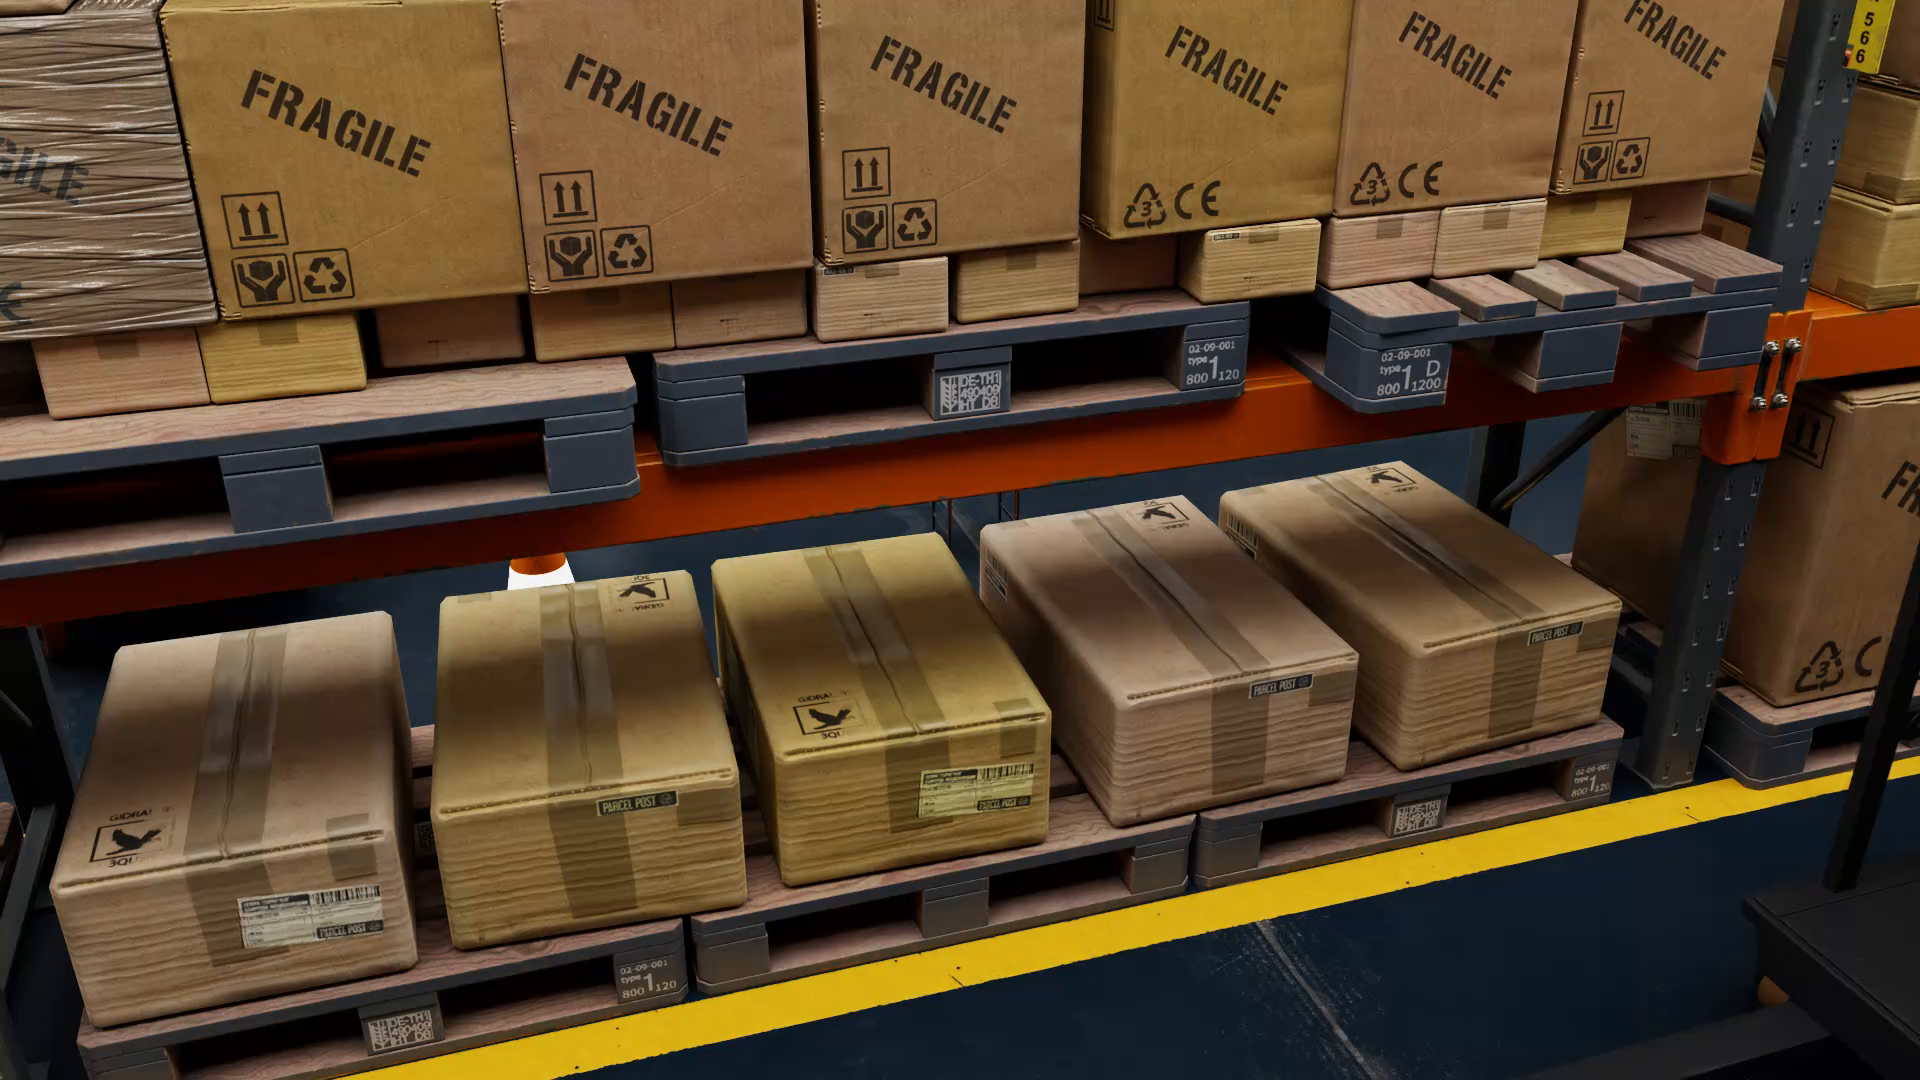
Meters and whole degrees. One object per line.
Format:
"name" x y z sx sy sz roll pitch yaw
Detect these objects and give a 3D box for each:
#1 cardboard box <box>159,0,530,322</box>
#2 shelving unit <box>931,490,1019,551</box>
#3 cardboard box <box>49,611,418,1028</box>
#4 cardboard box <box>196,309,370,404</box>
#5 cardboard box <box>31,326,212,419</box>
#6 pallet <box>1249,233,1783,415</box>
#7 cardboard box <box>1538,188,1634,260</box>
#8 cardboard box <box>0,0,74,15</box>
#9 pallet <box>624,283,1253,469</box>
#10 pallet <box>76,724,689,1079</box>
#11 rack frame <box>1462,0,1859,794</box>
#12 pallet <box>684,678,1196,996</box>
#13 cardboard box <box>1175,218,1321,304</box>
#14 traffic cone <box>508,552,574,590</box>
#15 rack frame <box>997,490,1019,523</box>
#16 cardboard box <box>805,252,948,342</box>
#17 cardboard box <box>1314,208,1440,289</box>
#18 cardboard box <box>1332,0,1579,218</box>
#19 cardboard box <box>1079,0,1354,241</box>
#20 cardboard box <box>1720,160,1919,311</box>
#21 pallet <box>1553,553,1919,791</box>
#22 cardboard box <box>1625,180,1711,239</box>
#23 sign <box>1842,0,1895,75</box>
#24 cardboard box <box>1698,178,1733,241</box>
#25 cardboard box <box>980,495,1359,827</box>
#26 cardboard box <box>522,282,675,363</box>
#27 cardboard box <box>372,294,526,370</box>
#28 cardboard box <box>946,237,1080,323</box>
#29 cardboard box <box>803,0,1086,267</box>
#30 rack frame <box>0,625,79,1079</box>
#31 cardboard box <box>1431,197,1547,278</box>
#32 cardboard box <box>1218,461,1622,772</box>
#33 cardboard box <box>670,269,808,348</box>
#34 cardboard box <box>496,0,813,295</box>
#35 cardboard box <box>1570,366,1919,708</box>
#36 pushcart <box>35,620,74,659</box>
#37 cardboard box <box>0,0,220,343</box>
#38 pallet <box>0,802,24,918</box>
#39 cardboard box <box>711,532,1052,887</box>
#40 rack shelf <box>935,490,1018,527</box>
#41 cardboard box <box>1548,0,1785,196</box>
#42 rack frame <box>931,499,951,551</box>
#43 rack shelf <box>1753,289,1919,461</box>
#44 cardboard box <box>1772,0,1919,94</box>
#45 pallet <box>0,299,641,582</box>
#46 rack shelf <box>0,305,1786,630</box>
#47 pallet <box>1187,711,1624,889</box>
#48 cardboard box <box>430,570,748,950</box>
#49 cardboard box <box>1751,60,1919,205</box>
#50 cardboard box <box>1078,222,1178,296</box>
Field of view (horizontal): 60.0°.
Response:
"cardboard box" -1.053 -0.720 2.909 0.500 0.500 0.500 -8 28 -16
"shelving unit" 0.051 -0.478 5.531 0.252 1.050 0.215 -8 28 -16
"cardboard box" -1.566 0.574 3.704 0.625 0.372 0.950 -8 27 -15
"cardboard box" -1.200 -0.391 2.974 0.250 0.149 0.380 -8 27 -15
"cardboard box" -1.440 -0.360 2.912 0.250 0.149 0.380 -8 27 -15
"pallet" 1.095 -0.664 3.929 1.003 0.211 1.213 -8 28 -16
"cardboard box" 1.268 -0.756 3.710 0.250 0.149 0.380 -8 27 -15
"cardboard box" -1.507 -0.914 2.568 0.250 0.149 0.380 -8 28 -16
"pallet" -0.130 -0.517 3.633 1.213 0.211 1.003 -8 28 -16
"pallet" -1.324 0.799 3.902 1.213 0.211 1.003 -8 28 -16
"rack frame" 1.740 -0.893 4.175 0.127 3.000 1.000 -8 28 -16
"pallet" -0.162 0.630 4.244 1.213 0.211 1.003 -8 28 -16
"cardboard box" 0.543 -0.627 3.451 0.250 0.149 0.380 -8 27 -15
"traffic cone" -1.318 0.032 5.166 0.334 0.463 0.336 -8 28 -16
"rack frame" 0.167 -0.494 5.565 0.008 1.050 0.200 -8 28 -16
"cardboard box" -0.193 -0.528 3.250 0.250 0.149 0.380 -7 27 -14
"cardboard box" 0.801 -0.671 3.539 0.250 0.149 0.380 -10 28 -19
"cardboard box" 0.905 -1.003 3.477 0.500 0.500 0.500 -9 28 -17
"cardboard box" 0.426 -0.933 3.336 0.500 0.500 0.500 -10 28 -20
"cardboard box" 2.283 -0.786 4.130 0.500 0.250 0.500 -9 28 -17
"pallet" 2.513 0.280 4.949 1.213 0.211 1.003 -8 28 -16
"cardboard box" 1.501 -0.824 3.846 0.250 0.149 0.380 -7 27 -14
"sign" 1.917 -1.148 3.475 0.005 0.325 0.100 -8 28 -16
"cardboard box" 2.140 -1.005 4.569 0.500 0.250 0.500 -9 28 -18
"cardboard box" 0.500 0.275 4.306 0.625 0.372 0.950 -9 28 -17
"cardboard box" -0.697 -0.480 3.153 0.250 0.149 0.380 -8 27 -15
"cardboard box" -0.954 -0.462 3.117 0.250 0.149 0.380 -6 27 -13
"cardboard box" 0.052 -0.577 3.349 0.250 0.149 0.380 -9 28 -18
"cardboard box" -0.094 -0.858 3.186 0.500 0.500 0.500 -9 28 -18
"rack frame" -2.064 -0.342 3.065 0.127 3.000 1.000 -8 28 -16
"cardboard box" 1.043 -0.702 3.602 0.250 0.149 0.380 -8 28 -17
"cardboard box" 1.199 0.170 4.517 0.625 0.372 0.950 -10 28 -20
"cardboard box" -0.461 -0.513 3.220 0.250 0.149 0.380 -8 28 -16
"cardboard box" -0.579 -0.783 3.034 0.500 0.500 0.500 -8 28 -16
"cardboard box" 2.422 -0.189 4.675 0.875 0.875 0.875 -8 28 -17
"pushcart" -2.817 -0.124 5.576 0.936 0.377 1.648 -19 32 -33
"cardboard box" -1.529 -0.651 2.769 0.500 0.500 0.500 -8 27 -15
"pallet" -2.691 1.015 3.469 1.213 0.211 1.003 -8 28 -16
"cardboard box" -0.223 0.377 4.100 0.625 0.372 0.950 -7 27 -14
"rack shelf" 0.051 -0.219 5.660 0.240 0.259 0.215 -8 28 -16
"cardboard box" 1.393 -1.079 3.630 0.500 0.500 0.500 -9 28 -18
"rack frame" -0.065 -0.461 5.498 0.008 1.050 0.200 -8 28 -16
"rack shelf" 3.641 -0.846 4.889 4.000 0.370 1.077 -8 28 -16
"cardboard box" 2.284 -1.350 3.859 0.500 0.500 0.500 -9 28 -18
"pallet" -1.292 -0.300 3.196 1.213 0.211 1.003 -8 28 -16
"rack shelf" -0.162 -0.295 3.780 4.000 0.370 1.077 -8 28 -16
"pallet" 0.996 0.463 4.579 1.213 0.211 1.003 -8 28 -16
"cardboard box" -0.883 0.473 3.906 0.625 0.372 0.950 -7 27 -13
"cardboard box" 2.298 -1.015 4.027 0.500 0.250 0.500 -8 28 -16
"cardboard box" 0.265 -0.646 3.488 0.250 0.149 0.380 -8 28 -16
